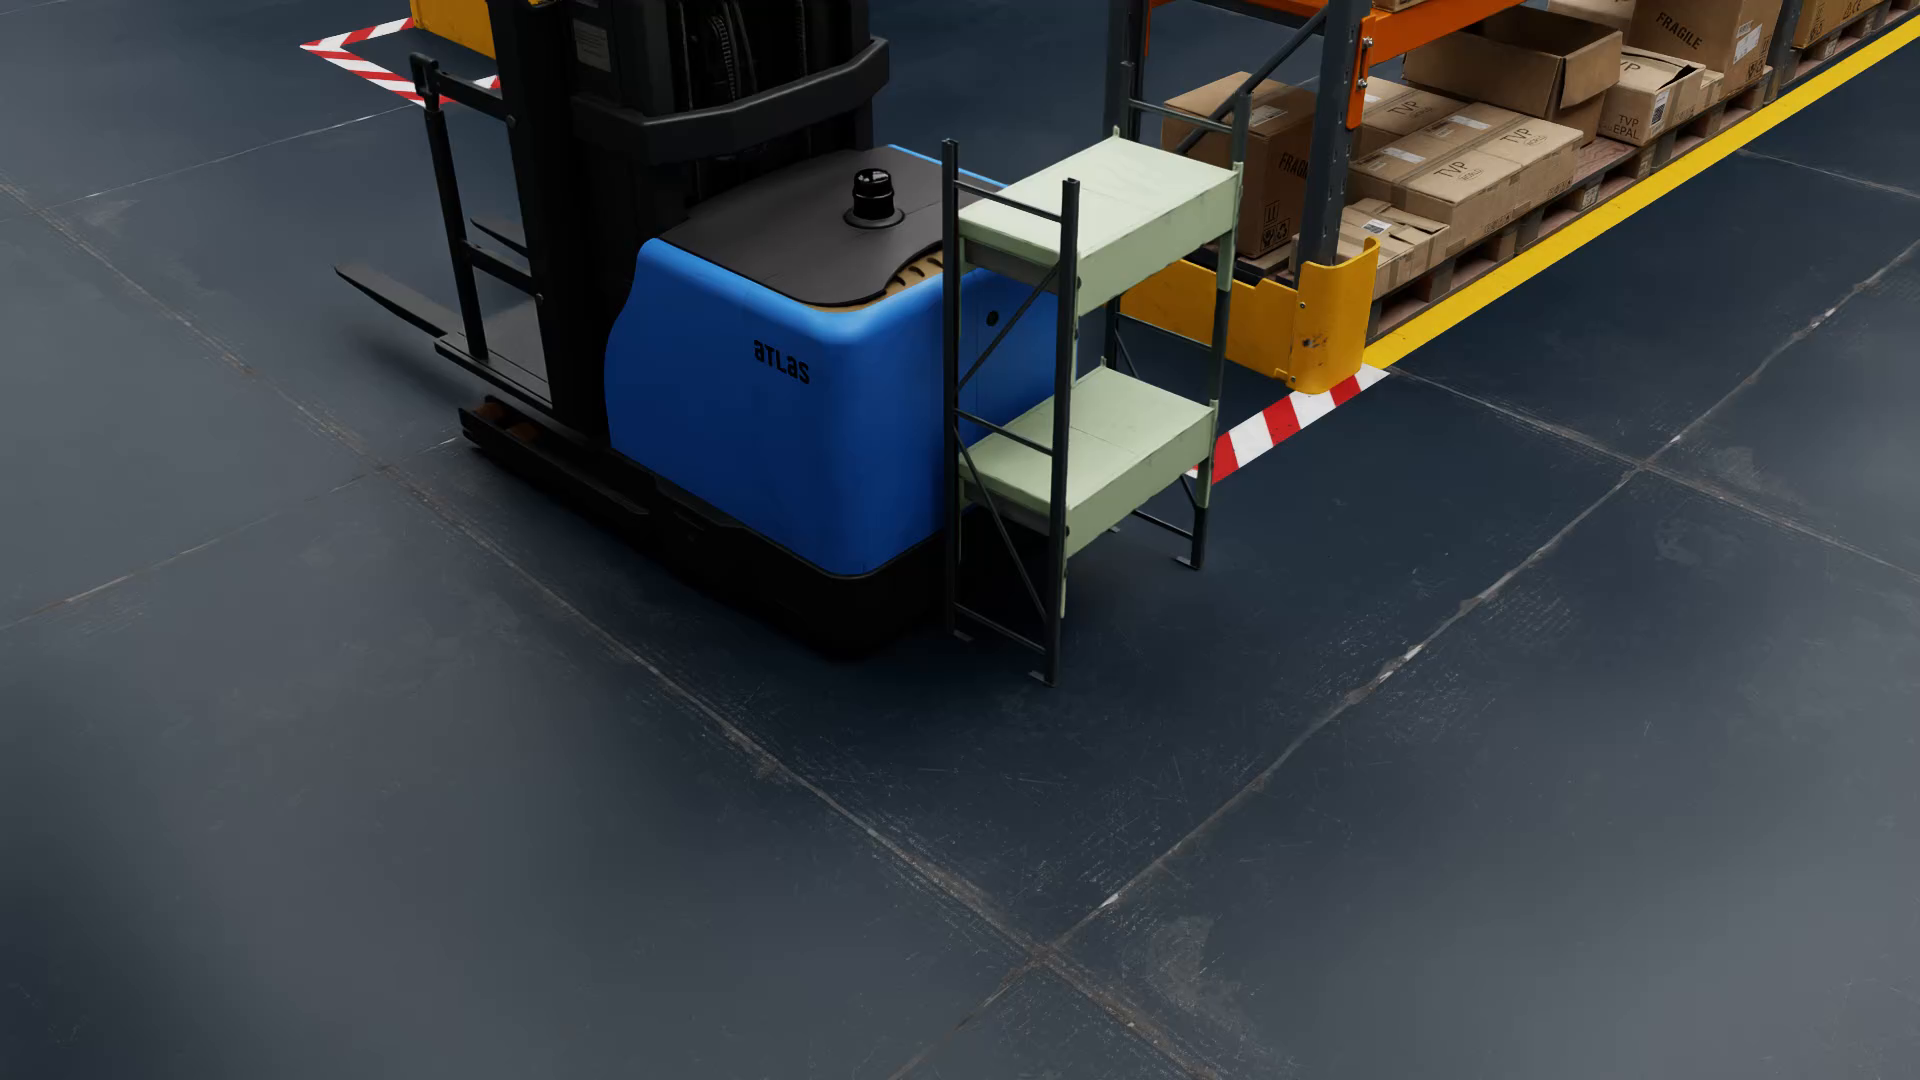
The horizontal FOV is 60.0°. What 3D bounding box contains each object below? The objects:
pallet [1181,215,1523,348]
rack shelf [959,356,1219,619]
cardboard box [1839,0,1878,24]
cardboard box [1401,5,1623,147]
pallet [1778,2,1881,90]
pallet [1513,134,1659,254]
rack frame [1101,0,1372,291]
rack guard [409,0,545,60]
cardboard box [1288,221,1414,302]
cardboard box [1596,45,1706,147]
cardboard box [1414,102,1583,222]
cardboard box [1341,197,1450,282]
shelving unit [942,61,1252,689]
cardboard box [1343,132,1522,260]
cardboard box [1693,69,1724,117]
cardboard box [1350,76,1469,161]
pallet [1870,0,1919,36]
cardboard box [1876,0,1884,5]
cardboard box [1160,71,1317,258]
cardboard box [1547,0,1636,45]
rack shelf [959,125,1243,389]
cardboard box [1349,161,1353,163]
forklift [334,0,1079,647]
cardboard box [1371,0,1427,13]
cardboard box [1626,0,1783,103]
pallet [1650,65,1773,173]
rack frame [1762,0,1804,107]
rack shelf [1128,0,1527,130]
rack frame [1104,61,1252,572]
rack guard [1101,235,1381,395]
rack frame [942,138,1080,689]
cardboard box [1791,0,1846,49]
[{"bbox_3d":[1.542,-1.225,6.822,1.003,0.211,1.213,30,45,35],"label":"pallet"},{"bbox_3d":[0.353,-0.169,4.751,0.431,0.370,0.720,26,42,32],"label":"rack shelf"},{"bbox_3d":[4.627,-3.112,8.890,0.500,0.500,0.500,-29,44,-35],"label":"cardboard box"},{"bbox_3d":[2.425,-2.029,7.335,0.797,0.503,0.637,30,45,35],"label":"cardboard box"},{"bbox_3d":[4.292,-2.839,9.136,1.003,0.211,1.213,30,45,35],"label":"pallet"},{"bbox_3d":[2.401,-1.717,7.528,1.003,0.211,1.213,30,45,35],"label":"pallet"},{"bbox_3d":[0.927,-2.014,5.515,1.000,3.000,0.127,30,45,35],"label":"rack frame"},{"bbox_3d":[-2.593,-2.971,9.073,1.175,0.500,0.348,30,45,35],"label":"rack guard"},{"bbox_3d":[1.466,-1.056,6.250,0.380,0.149,0.250,30,45,35],"label":"cardboard box"},{"bbox_3d":[3.017,-2.065,7.555,0.500,0.311,0.500,30,45,35],"label":"cardboard box"},{"bbox_3d":[2.216,-1.579,6.910,0.500,0.250,0.500,30,45,35],"label":"cardboard box"},{"bbox_3d":[1.642,-1.165,6.390,0.380,0.166,0.250,30,45,35],"label":"cardboard box"},{"bbox_3d":[0.353,-0.437,4.565,0.431,1.500,0.755,26,42,32],"label":"shelving unit"},{"bbox_3d":[1.864,-1.376,6.619,0.500,0.250,0.500,30,45,35],"label":"cardboard box"},{"bbox_3d":[3.324,-2.126,7.785,0.380,0.149,0.250,30,45,35],"label":"cardboard box"},{"bbox_3d":[1.826,-1.760,7.170,0.500,0.250,0.500,30,45,35],"label":"cardboard box"},{"bbox_3d":[5.151,-3.337,9.850,1.003,0.211,1.213,30,45,35],"label":"pallet"},{"bbox_3d":[4.984,-3.312,9.177,0.500,0.500,0.500,-29,44,-35],"label":"cardboard box"},{"bbox_3d":[1.135,-1.489,6.563,0.500,0.500,0.500,30,45,35],"label":"cardboard box"},{"bbox_3d":[3.296,-2.632,8.367,0.500,0.311,0.500,30,45,35],"label":"cardboard box"},{"bbox_3d":[0.353,-0.757,4.342,0.431,0.370,0.720,26,42,32],"label":"rack shelf"},{"bbox_3d":[1.485,-1.480,6.842,0.380,0.166,0.250,30,45,35],"label":"cardboard box"},{"bbox_3d":[-1.059,-1.622,5.014,3.031,2.935,1.130,28,43,34],"label":"forklift"},{"bbox_3d":[1.427,-2.129,5.592,0.500,0.500,0.500,-29,44,-35],"label":"cardboard box"},{"bbox_3d":[3.545,-2.447,7.937,0.500,0.500,0.500,30,45,35],"label":"cardboard box"},{"bbox_3d":[3.261,-2.215,8.242,1.003,0.211,1.213,30,45,35],"label":"pallet"},{"bbox_3d":[3.745,-3.637,7.843,1.000,3.000,0.127,30,45,35],"label":"rack frame"},{"bbox_3d":[2.336,-2.530,6.885,1.077,0.370,4.000,30,45,35],"label":"rack shelf"},{"bbox_3d":[0.590,-0.596,4.794,0.400,1.500,0.023,26,42,32],"label":"rack frame"},{"bbox_3d":[0.981,-1.019,6.274,1.175,0.500,0.348,30,45,35],"label":"rack guard"},{"bbox_3d":[0.116,-0.277,4.336,0.400,1.500,0.023,26,42,32],"label":"rack frame"},{"bbox_3d":[4.259,-2.891,8.573,0.500,0.500,0.500,27,43,33],"label":"cardboard box"}]
